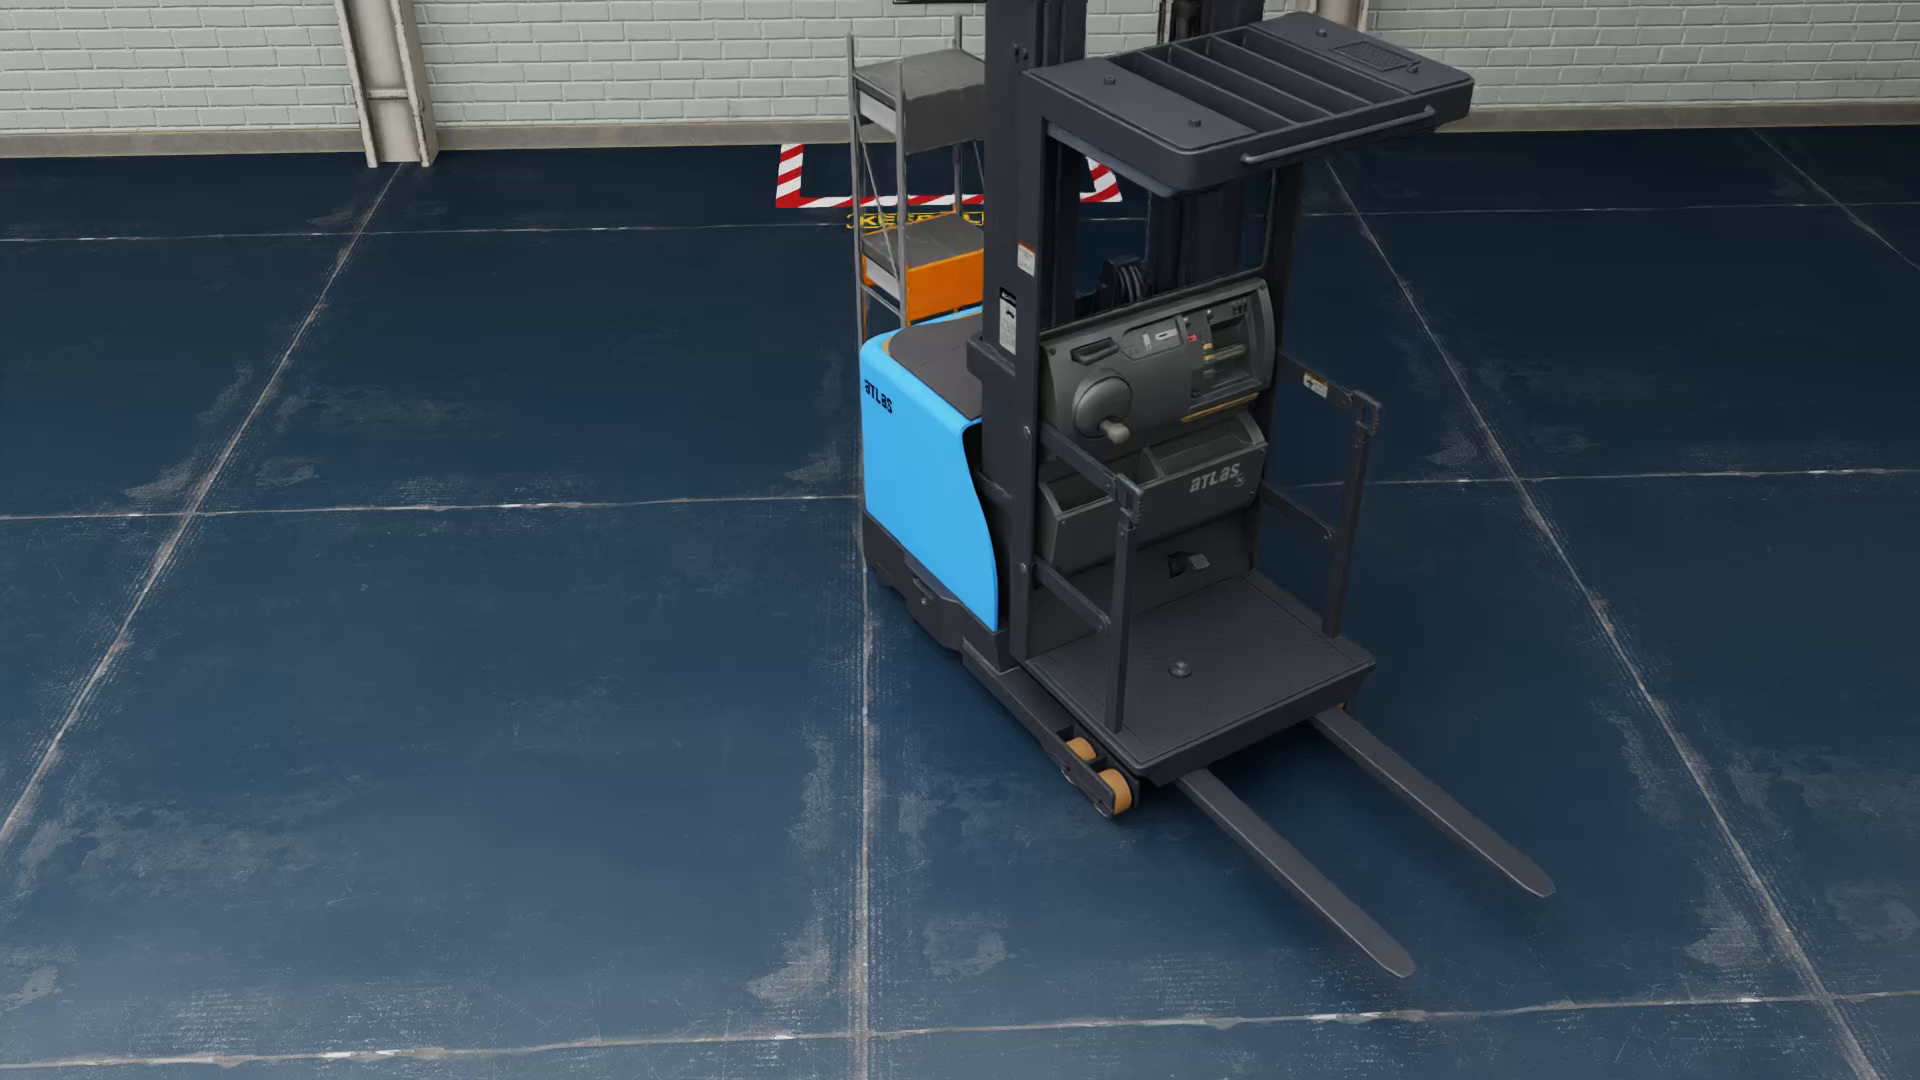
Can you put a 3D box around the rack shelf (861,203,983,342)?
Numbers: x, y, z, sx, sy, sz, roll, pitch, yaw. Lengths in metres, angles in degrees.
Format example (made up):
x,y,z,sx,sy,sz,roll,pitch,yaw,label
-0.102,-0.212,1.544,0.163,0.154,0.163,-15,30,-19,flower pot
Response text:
x,y,z,sx,sy,sz,roll,pitch,yaw,label
-0.116,-1.044,6.938,0.480,0.518,0.431,-20,39,-26,rack shelf

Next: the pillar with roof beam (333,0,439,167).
x,y,z,sx,sy,sz,roll,pitch,yaw,label
-3.422,-3.749,4.760,0.400,9.000,9.100,-2,35,-2,pillar with roof beam

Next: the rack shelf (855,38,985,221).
x,y,z,sx,sy,sz,roll,pitch,yaw,label
-0.116,-1.620,6.539,0.480,0.518,0.431,-20,39,-26,rack shelf

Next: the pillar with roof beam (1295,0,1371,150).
x,y,z,sx,sy,sz,roll,pitch,yaw,label
2.572,-3.911,4.994,0.400,9.000,9.100,-2,35,-2,pillar with roof beam

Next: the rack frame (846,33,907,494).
x,y,z,sx,sy,sz,roll,pitch,yaw,label
-0.323,-0.982,6.823,0.015,2.100,0.400,-20,39,-26,rack frame

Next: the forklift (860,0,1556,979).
x,y,z,sx,sy,sz,roll,pitch,yaw,label
0.800,-0.542,5.457,1.130,2.935,3.031,-20,39,-26,forklift

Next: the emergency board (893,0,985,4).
x,y,z,sx,sy,sz,roll,pitch,yaw,label
-0.112,-3.857,10.187,0.626,1.169,0.157,-2,35,-2,emergency board

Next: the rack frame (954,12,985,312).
x,y,z,sx,sy,sz,roll,pitch,yaw,label
0.090,-1.129,7.037,0.015,2.100,0.400,-20,39,-26,rack frame

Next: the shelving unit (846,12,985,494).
x,y,z,sx,sy,sz,roll,pitch,yaw,label
-0.116,-1.055,6.930,0.503,2.100,0.431,-20,39,-26,shelving unit
